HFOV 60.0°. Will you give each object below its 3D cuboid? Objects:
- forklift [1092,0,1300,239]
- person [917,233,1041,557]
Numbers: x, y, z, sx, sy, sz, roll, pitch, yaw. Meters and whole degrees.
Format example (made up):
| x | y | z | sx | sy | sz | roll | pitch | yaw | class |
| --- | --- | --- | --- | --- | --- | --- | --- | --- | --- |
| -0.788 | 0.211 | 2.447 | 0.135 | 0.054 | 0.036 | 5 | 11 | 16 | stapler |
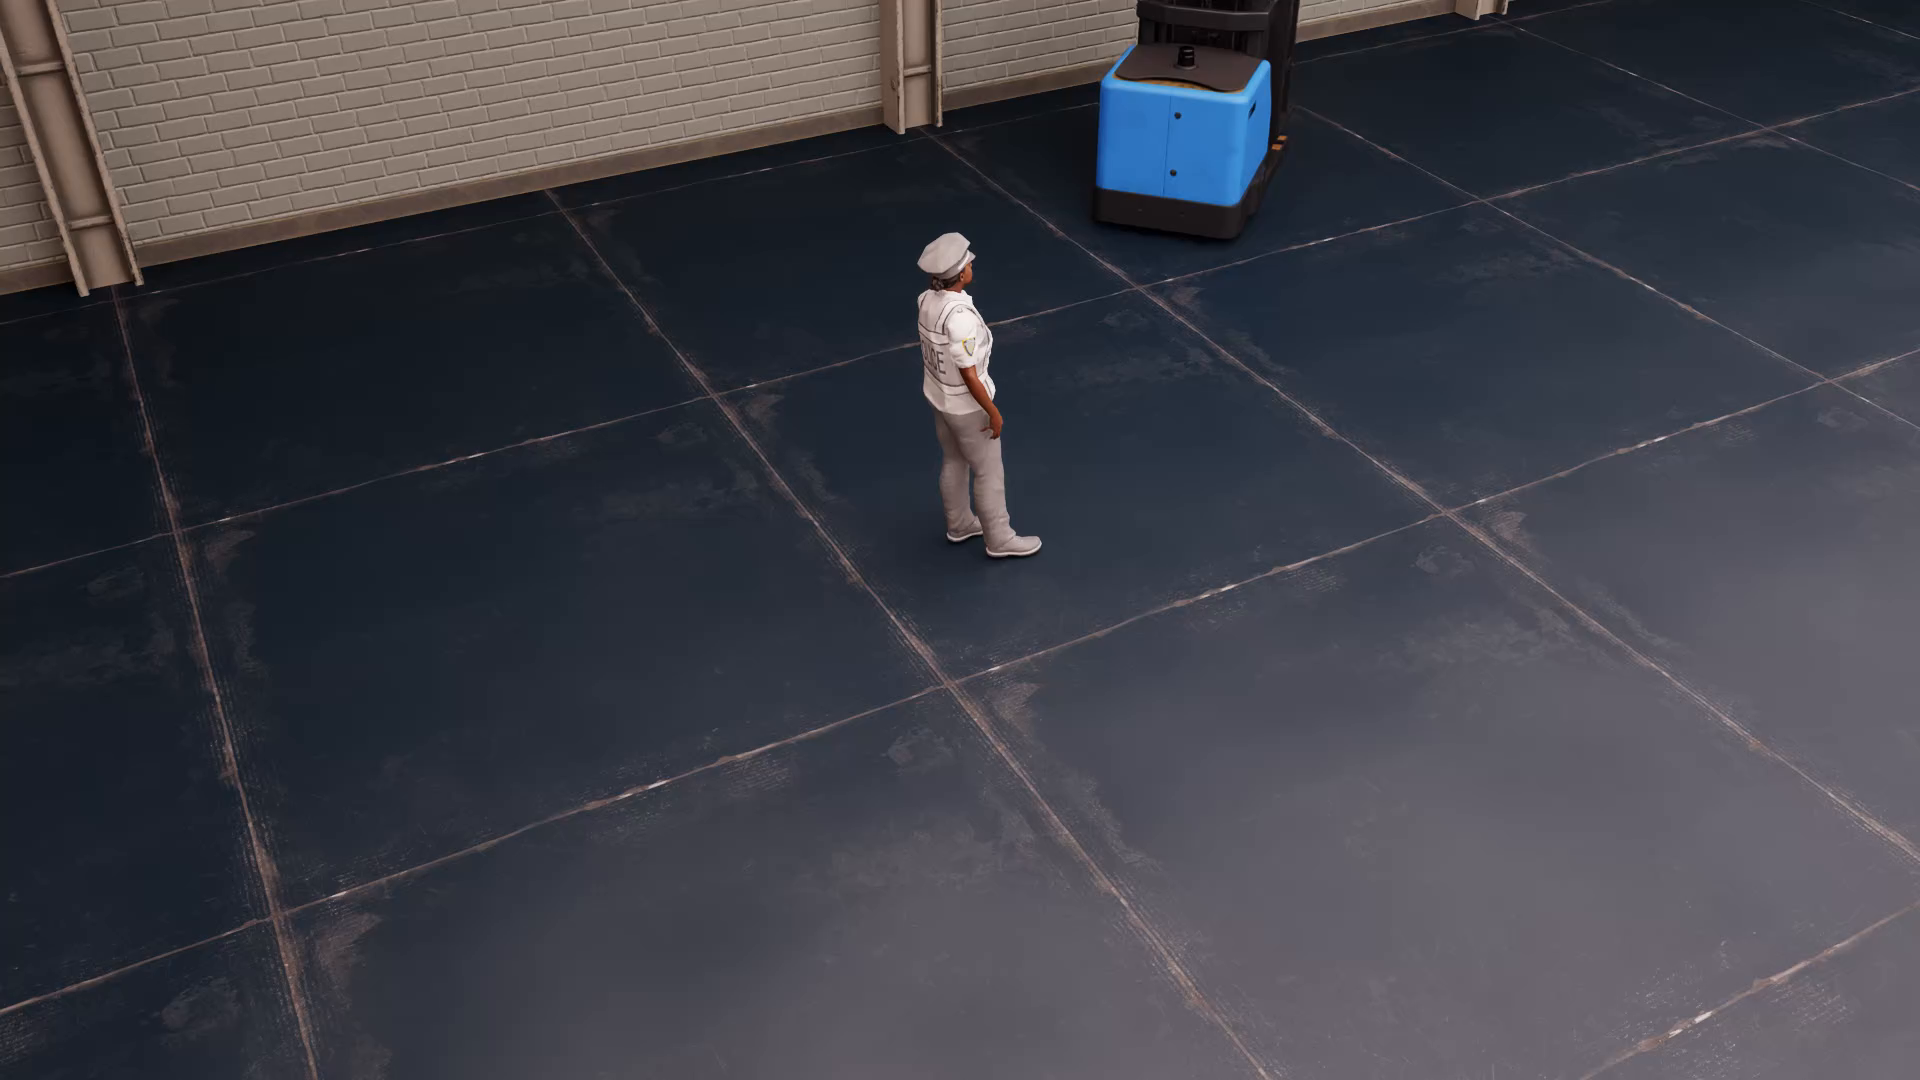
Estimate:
| x | y | z | sx | sy | sz | roll | pitch | yaw | class |
| --- | --- | --- | --- | --- | --- | --- | --- | --- | --- |
| 1.913 | -4.122 | 11.955 | 1.130 | 2.935 | 3.031 | 12 | 37 | 16 | forklift |
| 0.076 | -0.708 | 8.183 | 0.528 | 1.695 | 0.569 | -17 | 39 | -23 | person |
